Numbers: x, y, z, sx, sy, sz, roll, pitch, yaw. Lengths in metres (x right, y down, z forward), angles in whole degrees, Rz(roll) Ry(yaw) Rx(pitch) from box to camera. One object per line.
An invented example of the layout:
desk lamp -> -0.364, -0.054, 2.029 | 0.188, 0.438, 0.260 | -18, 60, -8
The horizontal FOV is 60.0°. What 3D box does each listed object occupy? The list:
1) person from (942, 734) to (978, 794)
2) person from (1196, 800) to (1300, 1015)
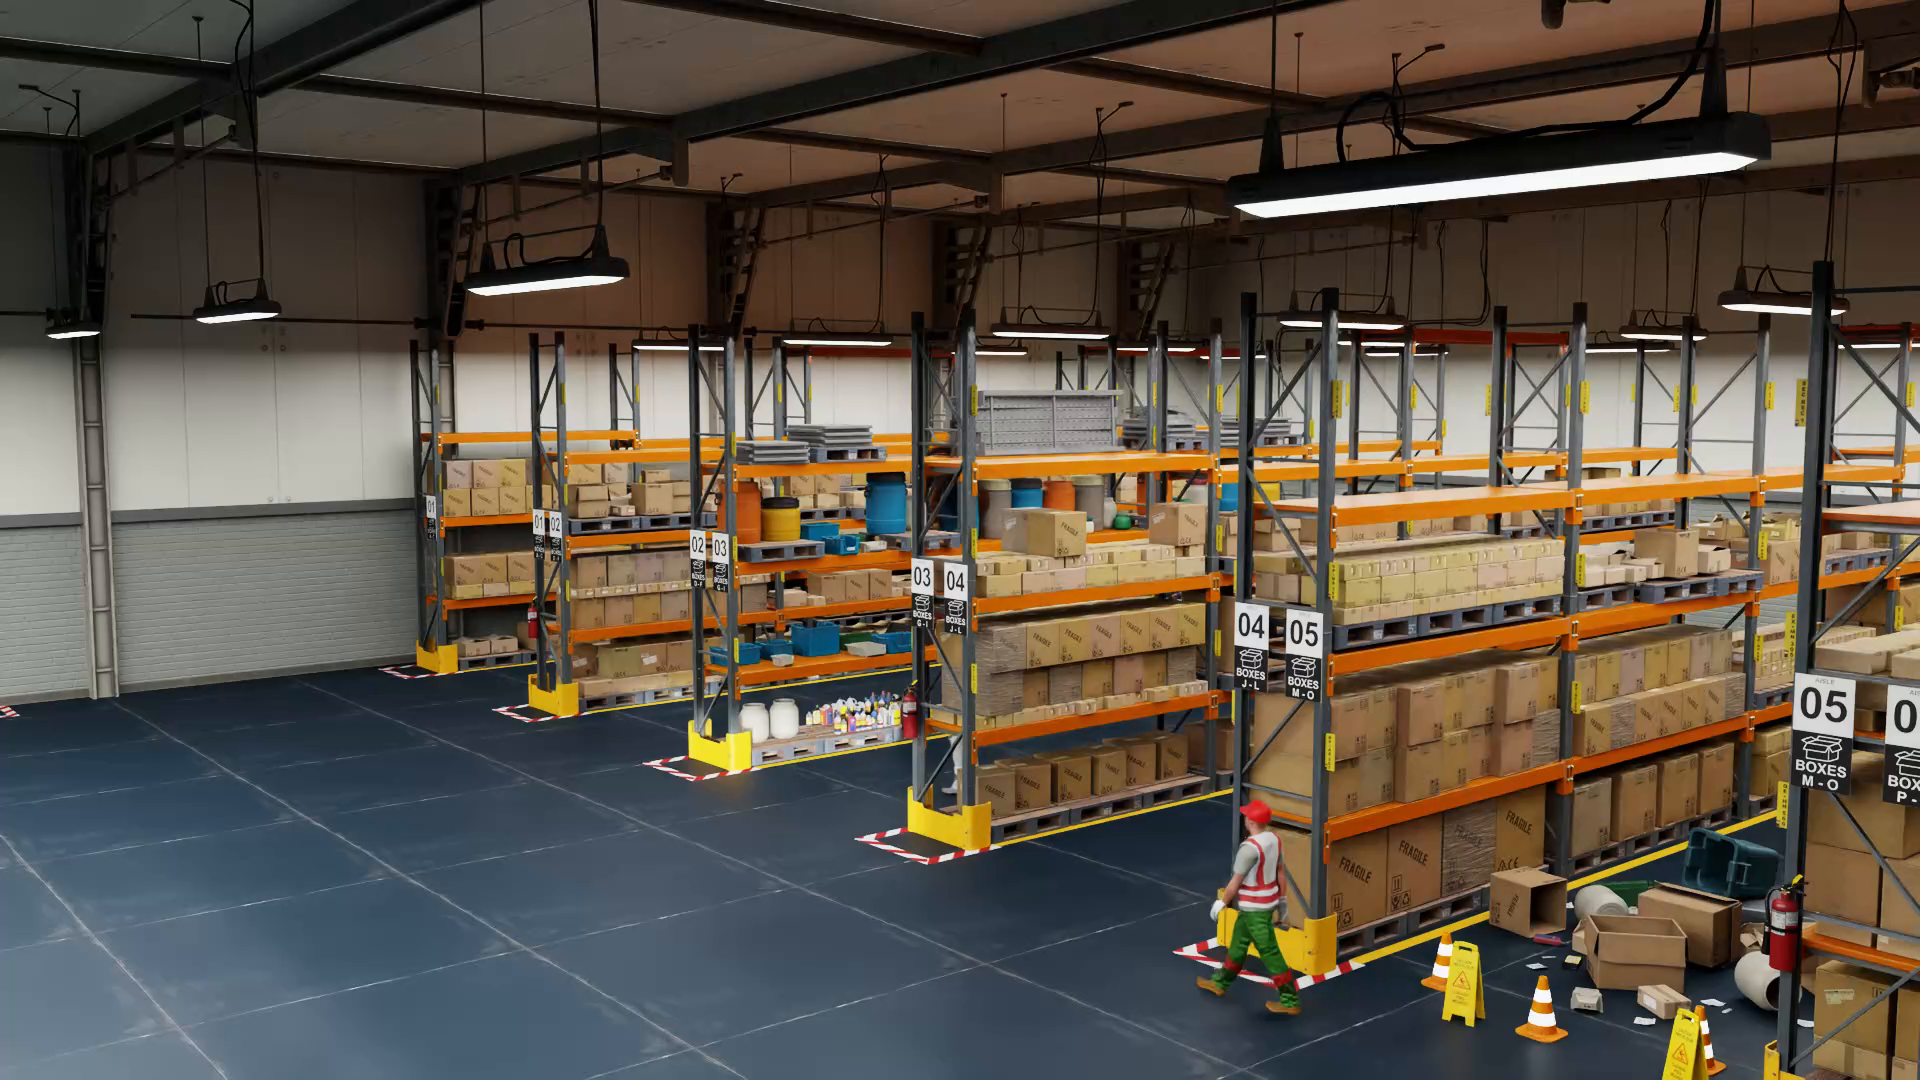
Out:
person -> 0.036, 2.308, 21.138 | 0.385, 1.795, 0.591 | 4, 6, 34
person -> 2.368, 3.002, 13.780 | 0.976, 1.740, 0.535 | 3, 6, 27
